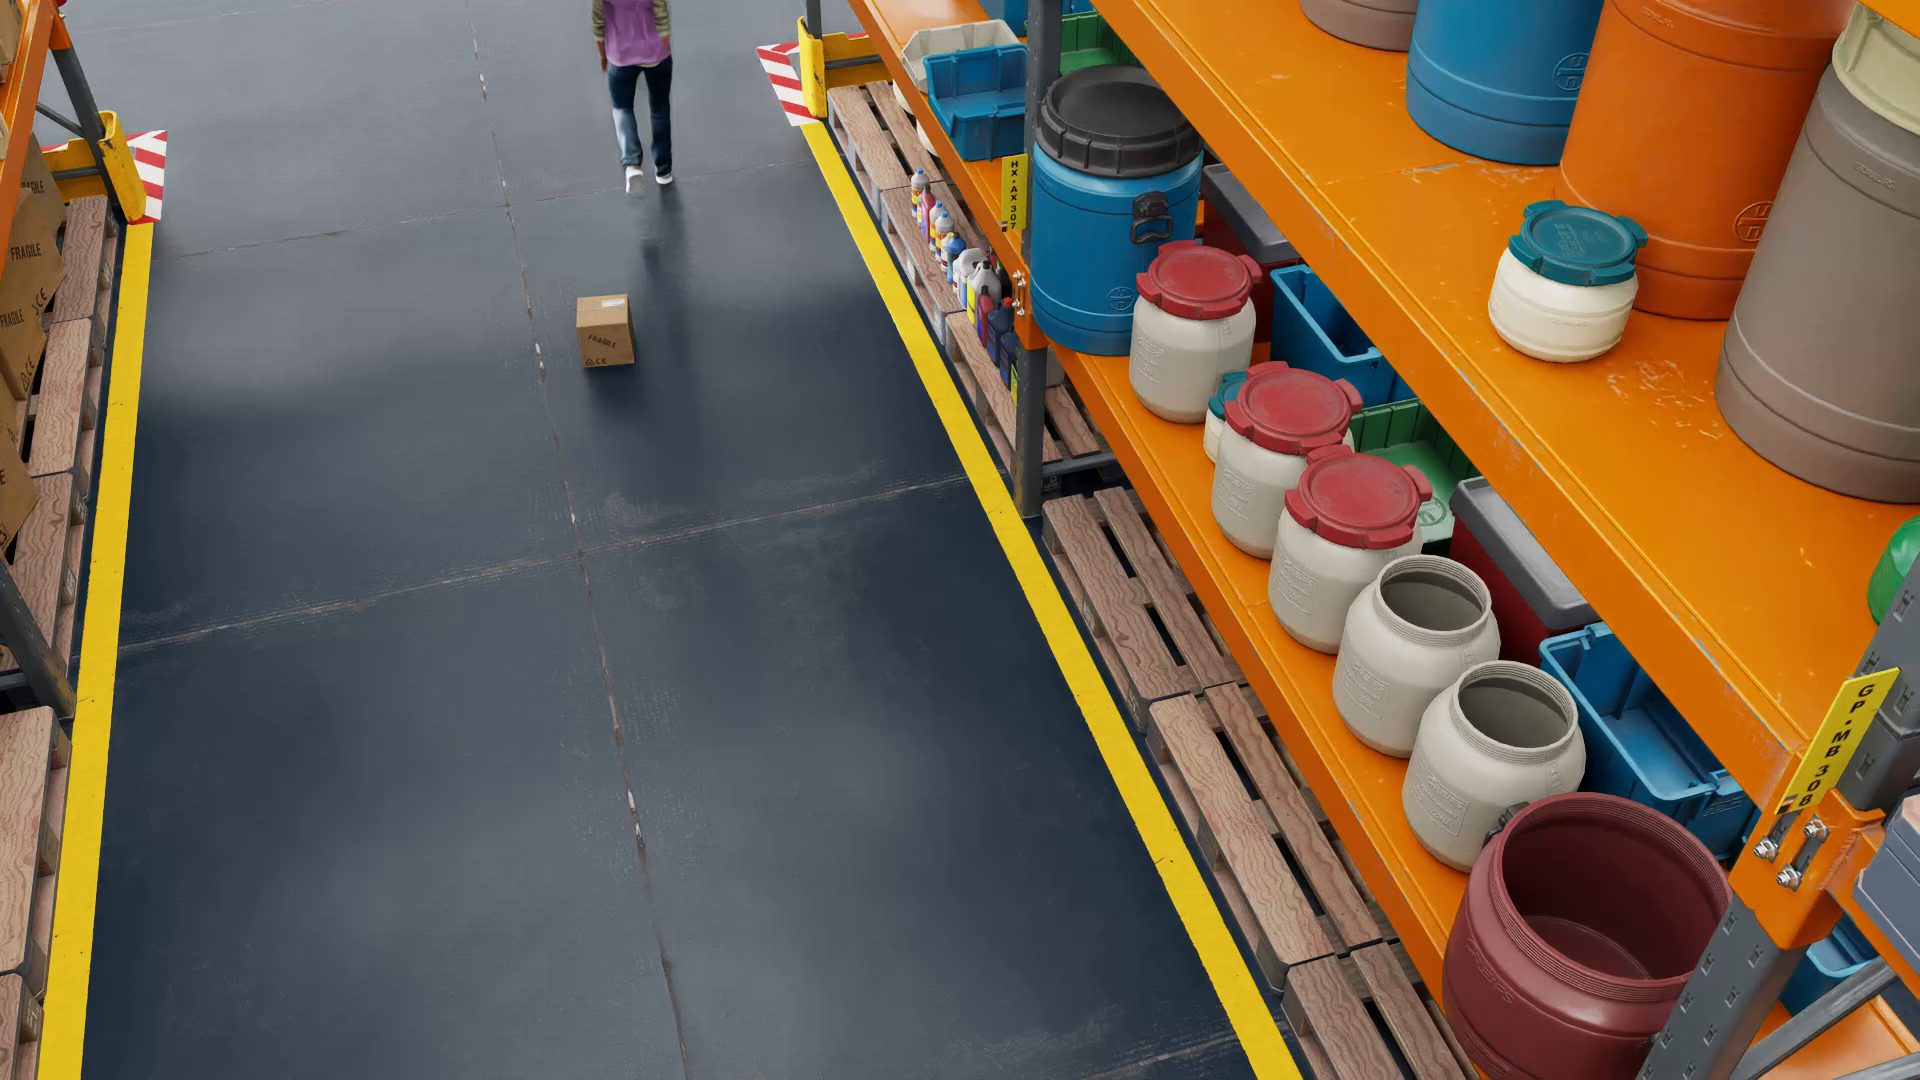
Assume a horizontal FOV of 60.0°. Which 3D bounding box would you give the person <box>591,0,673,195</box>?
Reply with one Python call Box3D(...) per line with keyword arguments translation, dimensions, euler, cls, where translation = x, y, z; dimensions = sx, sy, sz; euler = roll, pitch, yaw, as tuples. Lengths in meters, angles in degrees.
Box3D(translation=(-1.733, -2.557, 8.899), dimensions=(0.414, 1.586, 0.638), euler=(-7, 43, -7), cls="person")
